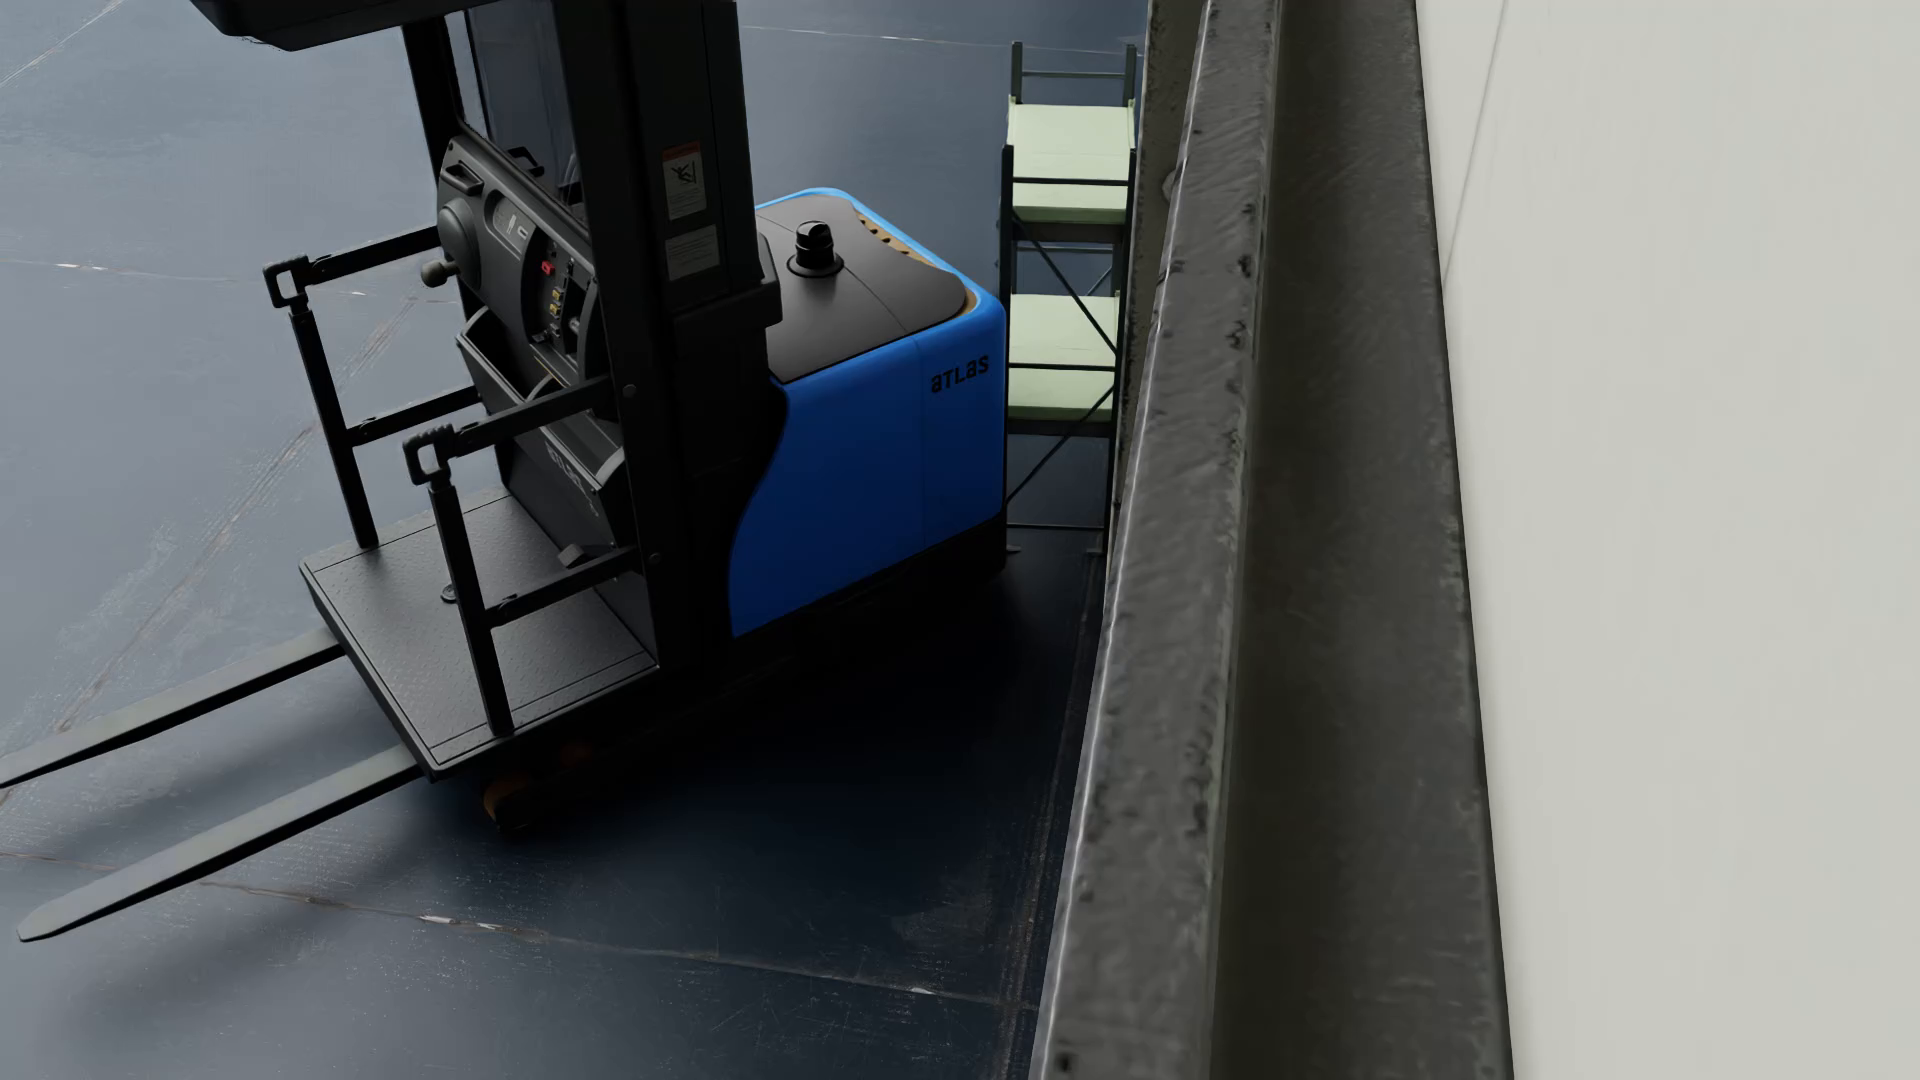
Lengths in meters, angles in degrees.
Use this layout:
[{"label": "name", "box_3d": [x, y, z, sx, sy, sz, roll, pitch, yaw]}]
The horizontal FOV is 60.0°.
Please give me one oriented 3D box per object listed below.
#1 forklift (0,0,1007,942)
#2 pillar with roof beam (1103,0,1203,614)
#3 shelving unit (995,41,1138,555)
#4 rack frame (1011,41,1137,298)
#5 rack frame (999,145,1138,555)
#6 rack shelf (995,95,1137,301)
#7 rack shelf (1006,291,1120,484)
[{"label": "forklift", "box_3d": [-1.336, -0.689, 4.284, 3.031, 2.935, 1.130, -25, 46, -27]}, {"label": "pillar with roof beam", "box_3d": [-3.784, -2.707, 1.962, 9.100, 9.000, 0.400, 6, 40, 8]}, {"label": "shelving unit", "box_3d": [0.343, -0.773, 5.508, 0.431, 1.500, 0.755, 2, 40, 3]}, {"label": "rack frame", "box_3d": [0.366, -1.006, 5.790, 0.400, 1.500, 0.023, 2, 40, 3]}, {"label": "rack frame", "box_3d": [0.320, -0.540, 5.227, 0.400, 1.500, 0.023, 2, 40, 3]}, {"label": "rack shelf", "box_3d": [0.343, -1.074, 5.259, 0.431, 0.370, 0.720, 2, 40, 3]}, {"label": "rack shelf", "box_3d": [0.343, -0.522, 5.716, 0.431, 0.370, 0.720, 2, 40, 3]}]
